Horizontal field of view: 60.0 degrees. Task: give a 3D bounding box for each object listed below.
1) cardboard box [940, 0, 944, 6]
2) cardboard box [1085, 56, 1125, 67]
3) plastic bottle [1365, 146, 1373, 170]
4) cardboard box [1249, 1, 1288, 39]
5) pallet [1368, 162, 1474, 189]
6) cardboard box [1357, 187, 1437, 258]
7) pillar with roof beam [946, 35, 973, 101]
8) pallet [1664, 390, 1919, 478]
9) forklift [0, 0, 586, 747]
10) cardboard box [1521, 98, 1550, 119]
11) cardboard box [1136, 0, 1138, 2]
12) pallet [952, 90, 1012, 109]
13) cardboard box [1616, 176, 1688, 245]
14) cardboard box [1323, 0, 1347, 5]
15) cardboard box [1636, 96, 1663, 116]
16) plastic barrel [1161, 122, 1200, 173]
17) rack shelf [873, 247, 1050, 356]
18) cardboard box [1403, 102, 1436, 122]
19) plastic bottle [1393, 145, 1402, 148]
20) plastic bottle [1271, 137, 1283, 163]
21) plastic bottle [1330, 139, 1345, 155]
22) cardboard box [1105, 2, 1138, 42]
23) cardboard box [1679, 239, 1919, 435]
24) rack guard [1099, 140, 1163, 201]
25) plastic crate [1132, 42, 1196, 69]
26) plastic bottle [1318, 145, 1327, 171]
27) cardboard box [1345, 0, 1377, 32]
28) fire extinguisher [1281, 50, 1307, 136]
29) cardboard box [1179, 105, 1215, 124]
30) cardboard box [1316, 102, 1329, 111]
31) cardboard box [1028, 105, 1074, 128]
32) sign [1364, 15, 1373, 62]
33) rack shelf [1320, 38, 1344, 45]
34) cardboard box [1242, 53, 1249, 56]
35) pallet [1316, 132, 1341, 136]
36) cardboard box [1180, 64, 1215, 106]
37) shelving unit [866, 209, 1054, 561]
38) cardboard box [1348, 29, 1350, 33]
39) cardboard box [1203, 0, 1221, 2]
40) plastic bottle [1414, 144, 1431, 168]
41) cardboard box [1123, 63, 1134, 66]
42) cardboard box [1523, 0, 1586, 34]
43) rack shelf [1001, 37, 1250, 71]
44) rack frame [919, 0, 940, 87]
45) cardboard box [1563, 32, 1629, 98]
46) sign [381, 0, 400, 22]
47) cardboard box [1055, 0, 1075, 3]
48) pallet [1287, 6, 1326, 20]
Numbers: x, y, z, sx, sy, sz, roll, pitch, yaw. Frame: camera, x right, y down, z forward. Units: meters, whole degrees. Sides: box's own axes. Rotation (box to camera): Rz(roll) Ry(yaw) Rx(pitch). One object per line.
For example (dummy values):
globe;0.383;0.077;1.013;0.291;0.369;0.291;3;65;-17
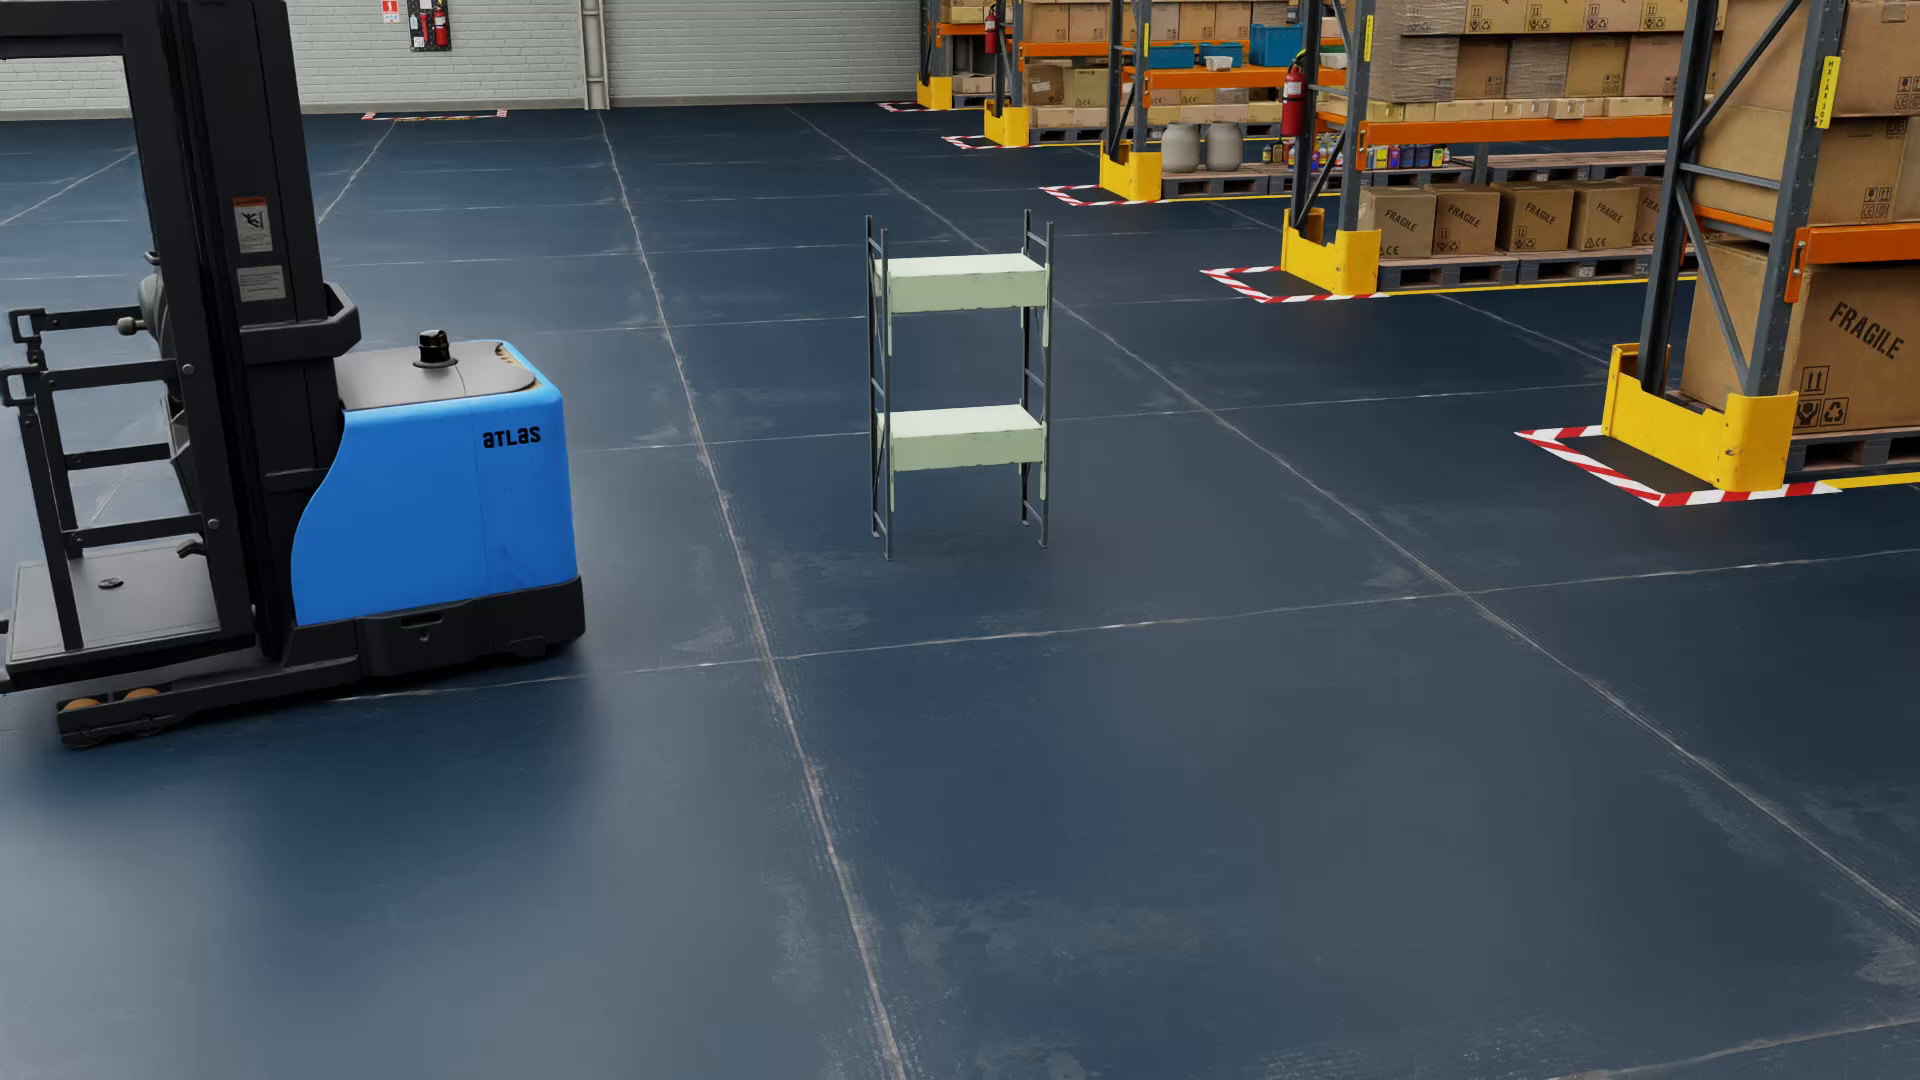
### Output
cardboard box;-0.082;-8.898;26.842;0.500;0.500;0.500;-5;21;-13
cardboard box;2.400;-7.752;27.611;0.500;0.500;0.500;-6;21;-17
plastic bottle;4.460;-4.226;18.312;0.135;0.276;0.152;-4;21;-11
cardboard box;4.114;-7.167;22.872;0.500;0.500;0.700;-5;21;-14
pallet;5.017;-4.150;18.837;1.213;0.211;1.003;-5;21;-12
cardboard box;3.539;-2.591;13.551;0.500;0.500;0.500;-1;20;-2
pillar with roof beam;0.981;-10.219;22.629;0.400;9.000;9.100;-5;21;-12
pallet;4.730;-0.636;9.244;1.213;0.211;1.003;-5;21;-12
forklift;-3.043;-0.857;5.892;3.031;2.935;1.130;-10;22;-25
cardboard box;4.474;-3.450;13.237;0.250;0.149;0.380;-5;21;-12
cardboard box;2.336;-7.253;22.166;0.250;0.149;0.380;-5;21;-13
pallet;0.380;-7.247;27.292;1.213;0.211;1.003;-5;21;-12
cardboard box;5.866;-2.798;14.115;0.500;0.500;0.500;2;20;5
cardboard box;6.300;-9.291;28.032;0.500;0.500;0.700;-7;21;-18
cardboard box;5.450;-3.525;13.442;0.250;0.149;0.380;-5;21;-12
plastic barrel;2.410;-4.289;18.168;0.421;0.512;0.421;0;20;0
rack shelf;-0.006;-1.070;7.421;0.720;0.370;0.431;-5;21;-12
cardboard box;3.507;-3.362;12.997;0.250;0.149;0.380;-5;21;-12
plastic bottle;4.874;-4.311;18.543;0.135;0.276;0.152;-5;21;-12
plastic bottle;3.583;-4.421;18.831;0.133;0.283;0.061;-4;21;-11
plastic bottle;4.260;-4.405;18.799;0.135;0.276;0.152;-5;21;-12
cardboard box;2.103;-7.000;22.419;0.500;0.500;0.700;-5;21;-12
cardboard box;4.615;-1.131;9.020;0.875;0.875;0.875;-5;21;-12
rack guard;1.851;-4.030;18.089;0.348;0.500;1.175;-5;21;-12
plastic crate;2.206;-5.252;18.007;0.616;0.251;0.499;-5;21;-12
plastic bottle;3.957;-4.174;18.175;0.097;0.271;0.097;0;20;0
cardboard box;3.406;-4.306;13.178;0.500;0.500;0.500;-5;21;-12
fire extinguisher;2.710;-3.633;13.484;0.183;0.674;0.296;-5;21;-12
cardboard box;3.171;-5.872;22.872;0.500;0.250;0.500;-5;21;-12
cardboard box;4.993;-6.012;23.253;0.500;0.250;0.500;-5;21;-14
cardboard box;1.224;-5.714;22.440;0.500;0.250;0.500;-5;21;-12
sign;3.052;-3.749;12.429;0.005;0.325;0.100;-5;21;-12
rack shelf;6.490;-6.977;23.547;4.000;0.370;1.077;-5;21;-12
cardboard box;4.541;-8.300;28.015;0.500;0.250;0.500;-5;21;-14
pallet;5.252;-5.919;23.666;1.213;0.211;1.003;-5;21;-12
cardboard box;3.168;-6.229;22.754;0.500;0.500;0.500;-5;21;-12
shelving unit;-0.006;-0.704;7.555;0.755;1.500;0.431;-5;21;-12
cardboard box;5.453;-7.041;23.039;0.250;0.149;0.380;-5;21;-12
cardboard box;3.338;-7.335;22.390;0.250;0.149;0.380;-5;21;-13
plastic bottle;5.120;-4.314;18.442;0.185;0.351;0.144;-5;21;-14
cardboard box;2.561;-6.364;23.123;0.500;0.500;0.500;-5;21;-12
cardboard box;4.500;-4.210;12.914;0.500;0.500;0.500;-5;21;-12
rack shelf;2.598;-6.661;22.683;4.000;0.370;1.077;-5;21;-12
rack frame;-0.492;-8.498;26.653;0.127;3.000;1.000;-5;21;-12
cardboard box;4.913;-3.886;13.483;0.500;0.500;0.875;-5;21;-12
sign;-8.825;-8.193;25.768;0.234;0.329;0.001;-5;21;-12
cardboard box;1.339;-7.173;21.946;0.250;0.149;0.380;-5;21;-14
pallet;5.376;-8.871;27.949;1.213;0.211;1.003;-5;21;-12
